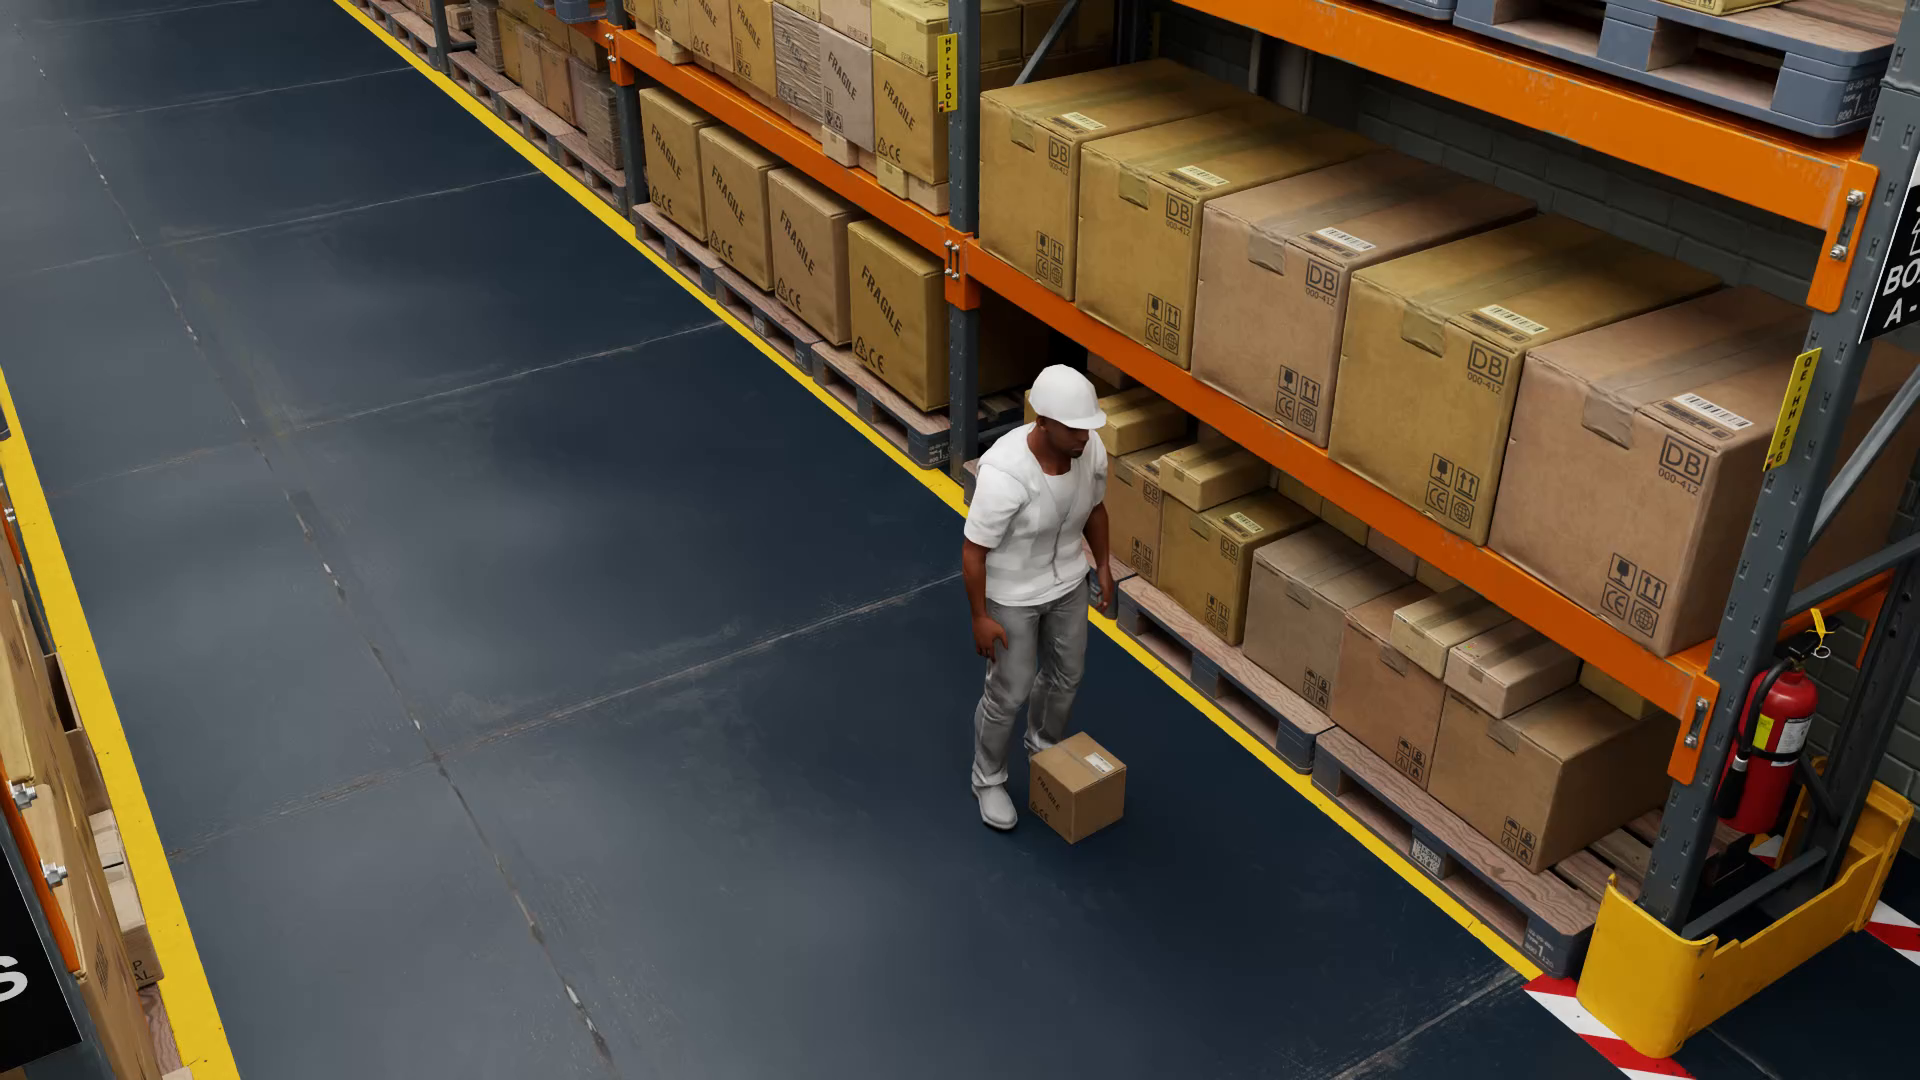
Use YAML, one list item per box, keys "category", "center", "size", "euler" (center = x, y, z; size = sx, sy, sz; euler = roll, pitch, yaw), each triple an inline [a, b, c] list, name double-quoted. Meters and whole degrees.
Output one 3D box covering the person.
- category: "person"
  center: [0.285, 0.177, 5.842]
  size: [0.636, 1.761, 0.454]
  euler: [-22, 38, -31]
